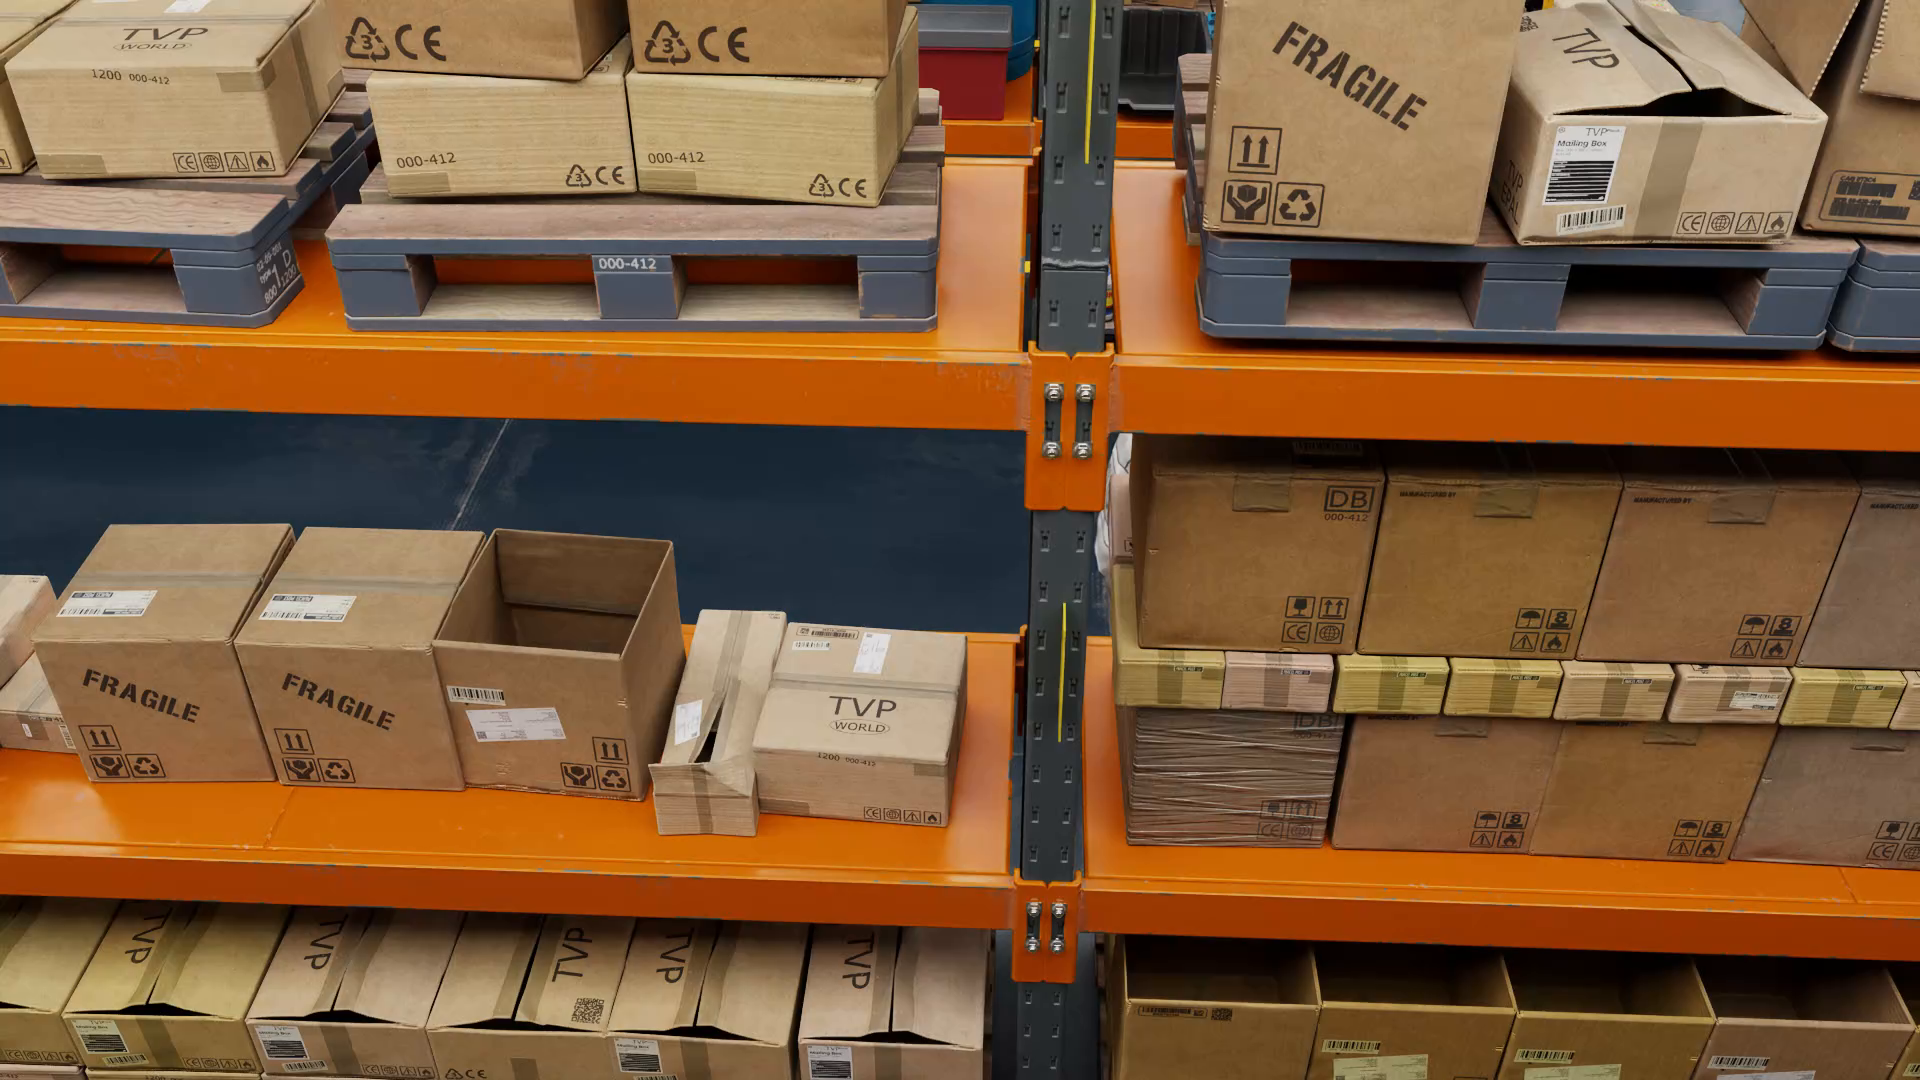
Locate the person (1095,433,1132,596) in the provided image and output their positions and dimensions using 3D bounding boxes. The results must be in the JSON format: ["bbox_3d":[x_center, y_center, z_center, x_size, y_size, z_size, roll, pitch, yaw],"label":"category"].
[{"bbox_3d":[0.676,0.087,6.021,0.369,1.667,0.547,1,36,1],"label":"person"}]
